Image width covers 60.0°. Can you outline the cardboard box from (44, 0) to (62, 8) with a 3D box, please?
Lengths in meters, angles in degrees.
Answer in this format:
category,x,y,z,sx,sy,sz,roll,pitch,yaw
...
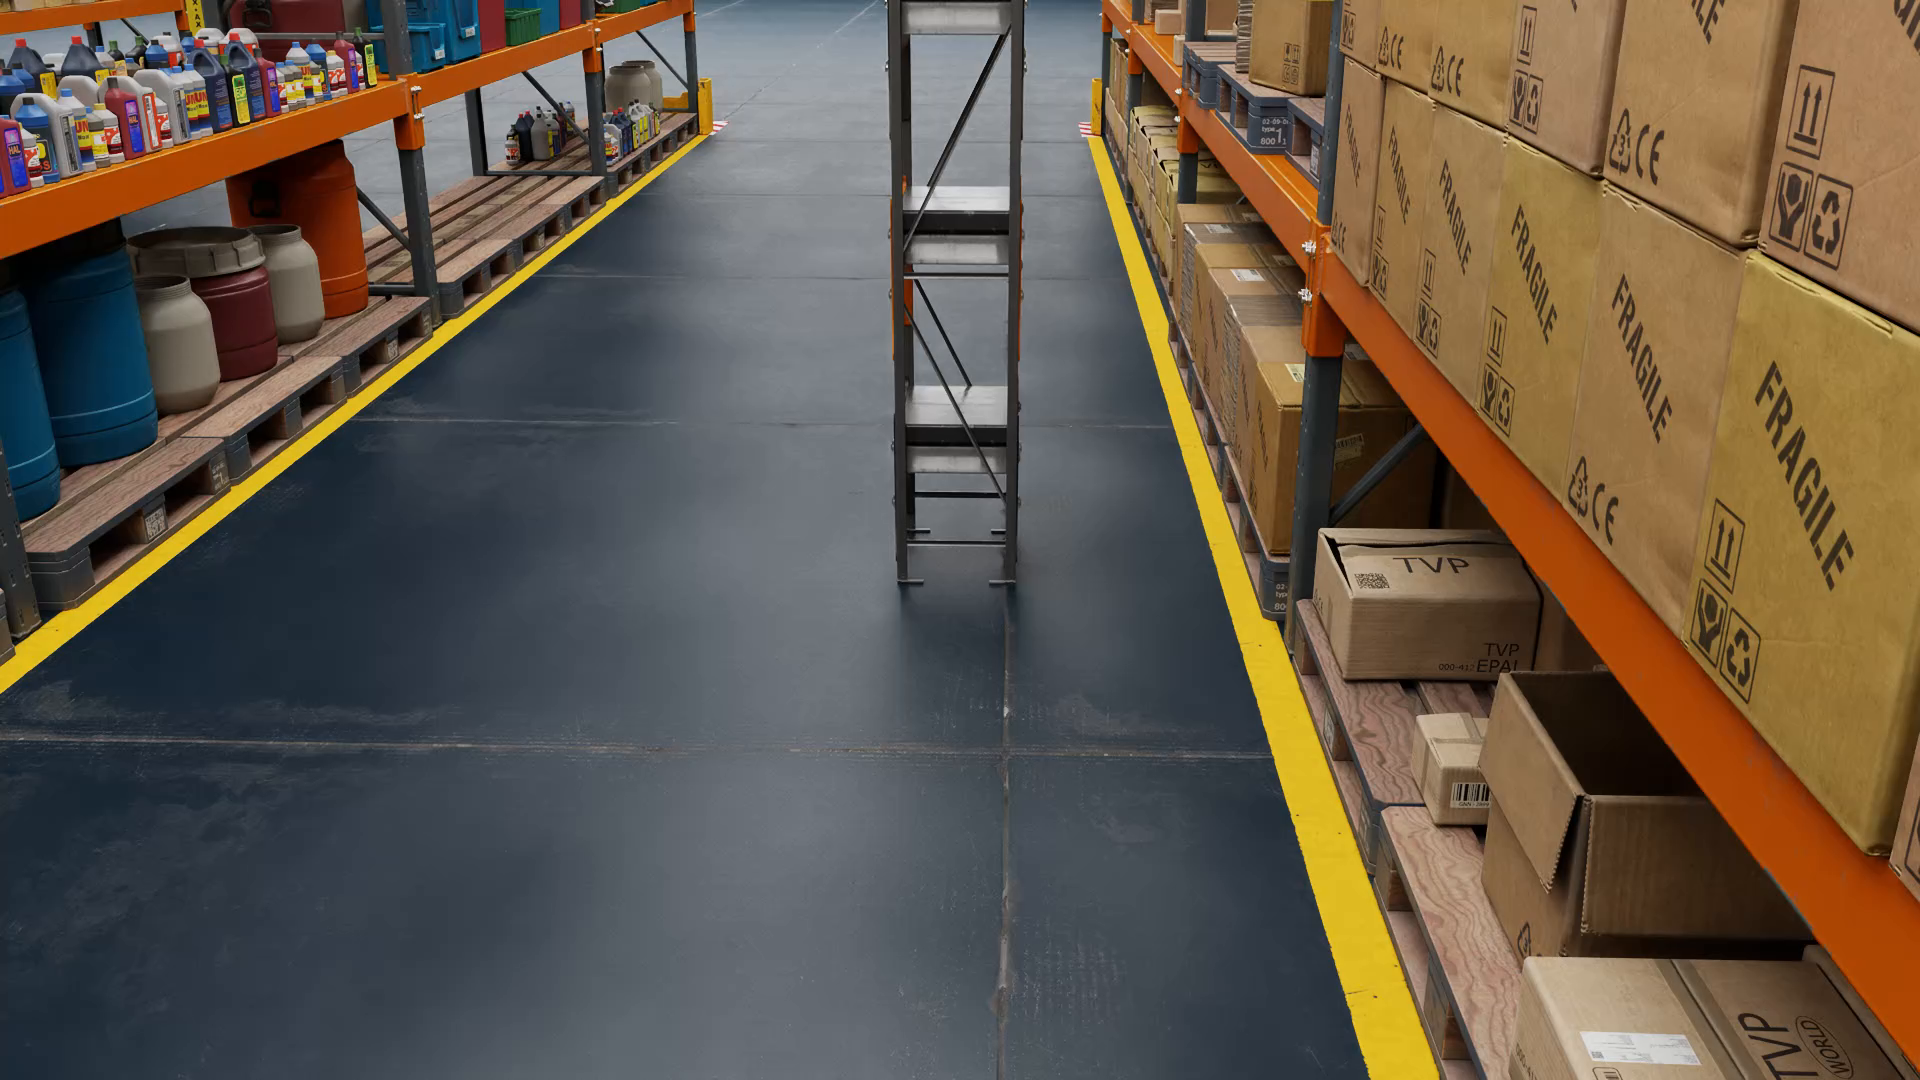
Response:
category,x,y,z,sx,sy,sz,roll,pitch,yaw
cardboard box,-7.808,-4.556,13.972,0.380,0.149,0.250,1,21,2

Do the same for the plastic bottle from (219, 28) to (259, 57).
category,x,y,z,sx,sy,sz,roll,pitch,yaw
plastic bottle,-3.503,-2.343,8.093,0.152,0.276,0.135,1,21,2

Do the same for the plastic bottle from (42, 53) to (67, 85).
category,x,y,z,sx,sy,sz,roll,pitch,yaw
plastic bottle,-3.697,-1.843,6.805,0.152,0.276,0.135,1,21,2

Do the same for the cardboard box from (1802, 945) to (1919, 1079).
category,x,y,z,sx,sy,sz,roll,pitch,yaw
cardboard box,1.720,0.915,2.718,0.500,0.250,0.500,1,21,2

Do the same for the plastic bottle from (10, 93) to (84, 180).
category,x,y,z,sx,sy,sz,roll,pitch,yaw
plastic bottle,-3.034,-1.347,5.525,0.152,0.276,0.135,1,21,2

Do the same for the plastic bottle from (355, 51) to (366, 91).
category,x,y,z,sx,sy,sz,roll,pitch,yaw
plastic bottle,-2.926,-2.271,8.009,0.097,0.201,0.097,0,21,0

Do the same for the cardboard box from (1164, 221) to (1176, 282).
category,x,y,z,sx,sy,sz,roll,pitch,yaw
cardboard box,1.405,-1.607,9.243,0.500,0.250,0.500,1,21,3

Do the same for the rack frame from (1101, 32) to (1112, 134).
category,x,y,z,sx,sy,sz,roll,pitch,yaw
rack frame,1.876,-5.392,15.780,1.000,3.000,0.127,1,21,2

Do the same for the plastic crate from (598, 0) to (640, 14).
category,x,y,z,sx,sy,sz,roll,pitch,yaw
plastic crate,-2.873,-4.391,13.491,0.450,0.188,0.662,1,21,2

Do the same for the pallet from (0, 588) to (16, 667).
category,x,y,z,sx,sy,sz,roll,pitch,yaw
pallet,-3.424,0.457,4.559,1.003,0.211,1.213,1,21,2

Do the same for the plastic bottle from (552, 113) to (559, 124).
category,x,y,z,sx,sy,sz,roll,pitch,yaw
plastic bottle,-3.346,-3.371,13.717,0.061,0.283,0.133,1,21,2

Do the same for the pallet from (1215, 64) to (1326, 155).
category,x,y,z,sx,sy,sz,roll,pitch,yaw
pallet,1.578,-1.707,6.547,1.003,0.211,1.213,1,21,2

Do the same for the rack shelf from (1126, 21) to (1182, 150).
category,x,y,z,sx,sy,sz,roll,pitch,yaw
rack shelf,1.693,-2.888,10.319,1.077,0.370,4.000,1,21,2

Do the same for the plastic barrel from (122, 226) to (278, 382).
category,x,y,z,sx,sy,sz,roll,pitch,yaw
plastic barrel,-3.351,-1.042,7.320,0.600,0.588,0.708,1,21,2

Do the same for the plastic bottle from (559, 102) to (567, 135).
category,x,y,z,sx,sy,sz,roll,pitch,yaw
plastic bottle,-3.467,-3.653,14.444,0.061,0.283,0.133,1,21,3

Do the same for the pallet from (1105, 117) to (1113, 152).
category,x,y,z,sx,sy,sz,roll,pitch,yaw
pallet,1.895,-3.815,15.570,1.003,0.211,1.213,1,21,2

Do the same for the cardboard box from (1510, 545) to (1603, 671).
category,x,y,z,sx,sy,sz,roll,pitch,yaw
cardboard box,1.777,0.116,4.431,0.500,0.500,0.500,1,21,2

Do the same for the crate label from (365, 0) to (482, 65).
category,x,y,z,sx,sy,sz,roll,pitch,yaw
crate label,-3.018,-2.928,9.380,0.502,0.435,0.616,1,21,2

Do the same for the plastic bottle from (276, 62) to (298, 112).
category,x,y,z,sx,sy,sz,roll,pitch,yaw
plastic bottle,-2.951,-1.976,7.249,0.097,0.201,0.097,0,21,0

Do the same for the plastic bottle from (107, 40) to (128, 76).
category,x,y,z,sx,sy,sz,roll,pitch,yaw
plastic bottle,-3.725,-2.050,7.326,0.061,0.283,0.133,1,21,2

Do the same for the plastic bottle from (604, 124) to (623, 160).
category,x,y,z,sx,sy,sz,roll,pitch,yaw
plastic bottle,-2.766,-3.165,13.196,0.152,0.276,0.135,1,21,4

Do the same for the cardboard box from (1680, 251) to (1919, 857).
category,x,y,z,sx,sy,sz,roll,pitch,yaw
cardboard box,1.143,-0.006,1.760,0.500,0.500,0.500,1,21,2

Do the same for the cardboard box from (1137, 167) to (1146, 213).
category,x,y,z,sx,sy,sz,roll,pitch,yaw
cardboard box,1.464,-2.345,11.146,0.500,0.250,0.500,0,21,0

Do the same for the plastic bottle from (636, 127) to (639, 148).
category,x,y,z,sx,sy,sz,roll,pitch,yaw
plastic bottle,-2.720,-3.360,13.802,0.097,0.201,0.097,0,21,0

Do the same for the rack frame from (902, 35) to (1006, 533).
category,x,y,z,sx,sy,sz,roll,pitch,yaw
rack frame,0.002,-1.007,5.722,0.400,2.100,0.015,1,21,2

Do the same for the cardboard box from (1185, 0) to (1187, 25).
category,x,y,z,sx,sy,sz,roll,pitch,yaw
cardboard box,1.683,-3.344,10.361,0.500,0.500,0.500,1,21,2

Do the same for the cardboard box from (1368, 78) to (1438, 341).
category,x,y,z,sx,sy,sz,roll,pitch,yaw
cardboard box,1.211,-0.734,3.635,0.500,0.500,0.500,1,21,3

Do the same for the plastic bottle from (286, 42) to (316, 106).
category,x,y,z,sx,sy,sz,roll,pitch,yaw
plastic bottle,-2.945,-2.079,7.418,0.097,0.271,0.097,0,21,0

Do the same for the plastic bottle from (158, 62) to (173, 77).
category,x,y,z,sx,sy,sz,roll,pitch,yaw
plastic bottle,-3.117,-1.745,6.557,0.097,0.271,0.097,0,21,0

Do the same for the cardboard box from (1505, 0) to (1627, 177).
category,x,y,z,sx,sy,sz,roll,pitch,yaw
cardboard box,1.169,-0.840,2.526,0.500,0.500,0.500,1,21,3

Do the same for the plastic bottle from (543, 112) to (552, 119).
category,x,y,z,sx,sy,sz,roll,pitch,yaw
plastic bottle,-3.441,-3.418,13.849,0.152,0.276,0.135,1,21,3

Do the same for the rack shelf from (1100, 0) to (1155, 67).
category,x,y,z,sx,sy,sz,roll,pitch,yaw
rack shelf,1.815,-4.334,14.046,1.077,0.370,4.000,1,21,2

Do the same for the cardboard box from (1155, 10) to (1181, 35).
category,x,y,z,sx,sy,sz,roll,pitch,yaw
cardboard box,1.523,-3.511,11.278,0.380,0.149,0.250,1,21,2

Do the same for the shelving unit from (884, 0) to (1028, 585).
category,x,y,z,sx,sy,sz,roll,pitch,yaw
shelving unit,-0.005,-0.919,5.495,0.431,2.100,0.503,1,21,2

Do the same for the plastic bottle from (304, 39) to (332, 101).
category,x,y,z,sx,sy,sz,roll,pitch,yaw
plastic bottle,-2.939,-2.149,7.599,0.097,0.271,0.097,0,21,0

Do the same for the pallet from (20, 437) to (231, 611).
category,x,y,z,sx,sy,sz,roll,pitch,yaw
pallet,-3.375,-0.088,5.964,1.003,0.211,1.213,1,21,2

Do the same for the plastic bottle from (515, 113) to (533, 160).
category,x,y,z,sx,sy,sz,roll,pitch,yaw
plastic bottle,-3.465,-3.208,13.204,0.144,0.351,0.185,0,21,0

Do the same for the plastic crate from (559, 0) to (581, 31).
category,x,y,z,sx,sy,sz,roll,pitch,yaw
plastic crate,-2.906,-3.853,11.725,0.402,0.464,0.583,1,21,2

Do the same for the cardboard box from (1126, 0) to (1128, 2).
category,x,y,z,sx,sy,sz,roll,pitch,yaw
cardboard box,1.838,-5.080,14.837,0.700,0.500,0.500,1,21,3

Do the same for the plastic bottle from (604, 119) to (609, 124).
category,x,y,z,sx,sy,sz,roll,pitch,yaw
plastic bottle,-2.874,-3.276,13.489,0.097,0.271,0.097,0,21,0

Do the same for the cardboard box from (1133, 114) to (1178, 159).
category,x,y,z,sx,sy,sz,roll,pitch,yaw
cardboard box,1.472,-2.794,11.528,0.500,0.311,0.500,0,21,1

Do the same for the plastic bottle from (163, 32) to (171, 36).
category,x,y,z,sx,sy,sz,roll,pitch,yaw
plastic bottle,-3.710,-2.230,7.791,0.061,0.283,0.133,1,21,2

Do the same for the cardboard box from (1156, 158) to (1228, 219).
category,x,y,z,sx,sy,sz,roll,pitch,yaw
cardboard box,1.412,-2.055,9.624,0.500,0.311,0.500,0,21,1

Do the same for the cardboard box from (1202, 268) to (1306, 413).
category,x,y,z,sx,sy,sz,roll,pitch,yaw
cardboard box,1.292,-0.819,6.840,0.500,0.500,0.500,0,21,0

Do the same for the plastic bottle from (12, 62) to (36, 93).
category,x,y,z,sx,sy,sz,roll,pitch,yaw
plastic bottle,-3.673,-1.732,6.524,0.097,0.271,0.097,0,21,0

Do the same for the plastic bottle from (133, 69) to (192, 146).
category,x,y,z,sx,sy,sz,roll,pitch,yaw
plastic bottle,-3.010,-1.633,6.263,0.152,0.276,0.135,1,21,2

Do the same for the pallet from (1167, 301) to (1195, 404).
category,x,y,z,sx,sy,sz,roll,pitch,yaw
pallet,1.572,-0.930,8.135,1.003,0.211,1.213,1,21,2

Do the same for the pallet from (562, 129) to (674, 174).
category,x,y,z,sx,sy,sz,roll,pitch,yaw
pallet,-3.100,-3.386,14.465,1.003,0.211,1.213,1,21,2

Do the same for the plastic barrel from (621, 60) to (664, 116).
category,x,y,z,sx,sy,sz,roll,pitch,yaw
plastic barrel,-3.019,-4.245,15.682,0.421,0.512,0.421,0,21,0

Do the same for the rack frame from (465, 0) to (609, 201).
category,x,y,z,sx,sy,sz,roll,pitch,yaw
rack frame,-3.197,-4.002,12.196,1.000,3.000,0.127,1,21,2

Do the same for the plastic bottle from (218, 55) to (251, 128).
category,x,y,z,sx,sy,sz,roll,pitch,yaw
plastic bottle,-2.949,-1.822,6.739,0.061,0.283,0.133,1,21,2

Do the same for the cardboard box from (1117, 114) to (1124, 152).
category,x,y,z,sx,sy,sz,roll,pitch,yaw
cardboard box,1.575,-3.392,13.844,0.500,0.250,0.500,1,21,2

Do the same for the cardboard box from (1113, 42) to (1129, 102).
category,x,y,z,sx,sy,sz,roll,pitch,yaw
cardboard box,1.622,-4.103,14.640,0.500,0.500,0.500,1,21,2

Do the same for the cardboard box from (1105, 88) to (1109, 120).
category,x,y,z,sx,sy,sz,roll,pitch,yaw
cardboard box,1.637,-4.115,15.708,0.500,0.250,0.500,1,21,2

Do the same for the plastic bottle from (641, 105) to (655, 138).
category,x,y,z,sx,sy,sz,roll,pitch,yaw
plastic bottle,-2.728,-3.624,14.379,0.152,0.276,0.135,1,21,2

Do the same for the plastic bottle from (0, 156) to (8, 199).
category,x,y,z,sx,sy,sz,roll,pitch,yaw
plastic bottle,-3.002,-1.183,5.092,0.061,0.283,0.133,1,21,2

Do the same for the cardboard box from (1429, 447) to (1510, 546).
category,x,y,z,sx,sy,sz,roll,pitch,yaw
cardboard box,1.769,-0.265,5.414,0.500,0.500,0.500,0,21,-1
